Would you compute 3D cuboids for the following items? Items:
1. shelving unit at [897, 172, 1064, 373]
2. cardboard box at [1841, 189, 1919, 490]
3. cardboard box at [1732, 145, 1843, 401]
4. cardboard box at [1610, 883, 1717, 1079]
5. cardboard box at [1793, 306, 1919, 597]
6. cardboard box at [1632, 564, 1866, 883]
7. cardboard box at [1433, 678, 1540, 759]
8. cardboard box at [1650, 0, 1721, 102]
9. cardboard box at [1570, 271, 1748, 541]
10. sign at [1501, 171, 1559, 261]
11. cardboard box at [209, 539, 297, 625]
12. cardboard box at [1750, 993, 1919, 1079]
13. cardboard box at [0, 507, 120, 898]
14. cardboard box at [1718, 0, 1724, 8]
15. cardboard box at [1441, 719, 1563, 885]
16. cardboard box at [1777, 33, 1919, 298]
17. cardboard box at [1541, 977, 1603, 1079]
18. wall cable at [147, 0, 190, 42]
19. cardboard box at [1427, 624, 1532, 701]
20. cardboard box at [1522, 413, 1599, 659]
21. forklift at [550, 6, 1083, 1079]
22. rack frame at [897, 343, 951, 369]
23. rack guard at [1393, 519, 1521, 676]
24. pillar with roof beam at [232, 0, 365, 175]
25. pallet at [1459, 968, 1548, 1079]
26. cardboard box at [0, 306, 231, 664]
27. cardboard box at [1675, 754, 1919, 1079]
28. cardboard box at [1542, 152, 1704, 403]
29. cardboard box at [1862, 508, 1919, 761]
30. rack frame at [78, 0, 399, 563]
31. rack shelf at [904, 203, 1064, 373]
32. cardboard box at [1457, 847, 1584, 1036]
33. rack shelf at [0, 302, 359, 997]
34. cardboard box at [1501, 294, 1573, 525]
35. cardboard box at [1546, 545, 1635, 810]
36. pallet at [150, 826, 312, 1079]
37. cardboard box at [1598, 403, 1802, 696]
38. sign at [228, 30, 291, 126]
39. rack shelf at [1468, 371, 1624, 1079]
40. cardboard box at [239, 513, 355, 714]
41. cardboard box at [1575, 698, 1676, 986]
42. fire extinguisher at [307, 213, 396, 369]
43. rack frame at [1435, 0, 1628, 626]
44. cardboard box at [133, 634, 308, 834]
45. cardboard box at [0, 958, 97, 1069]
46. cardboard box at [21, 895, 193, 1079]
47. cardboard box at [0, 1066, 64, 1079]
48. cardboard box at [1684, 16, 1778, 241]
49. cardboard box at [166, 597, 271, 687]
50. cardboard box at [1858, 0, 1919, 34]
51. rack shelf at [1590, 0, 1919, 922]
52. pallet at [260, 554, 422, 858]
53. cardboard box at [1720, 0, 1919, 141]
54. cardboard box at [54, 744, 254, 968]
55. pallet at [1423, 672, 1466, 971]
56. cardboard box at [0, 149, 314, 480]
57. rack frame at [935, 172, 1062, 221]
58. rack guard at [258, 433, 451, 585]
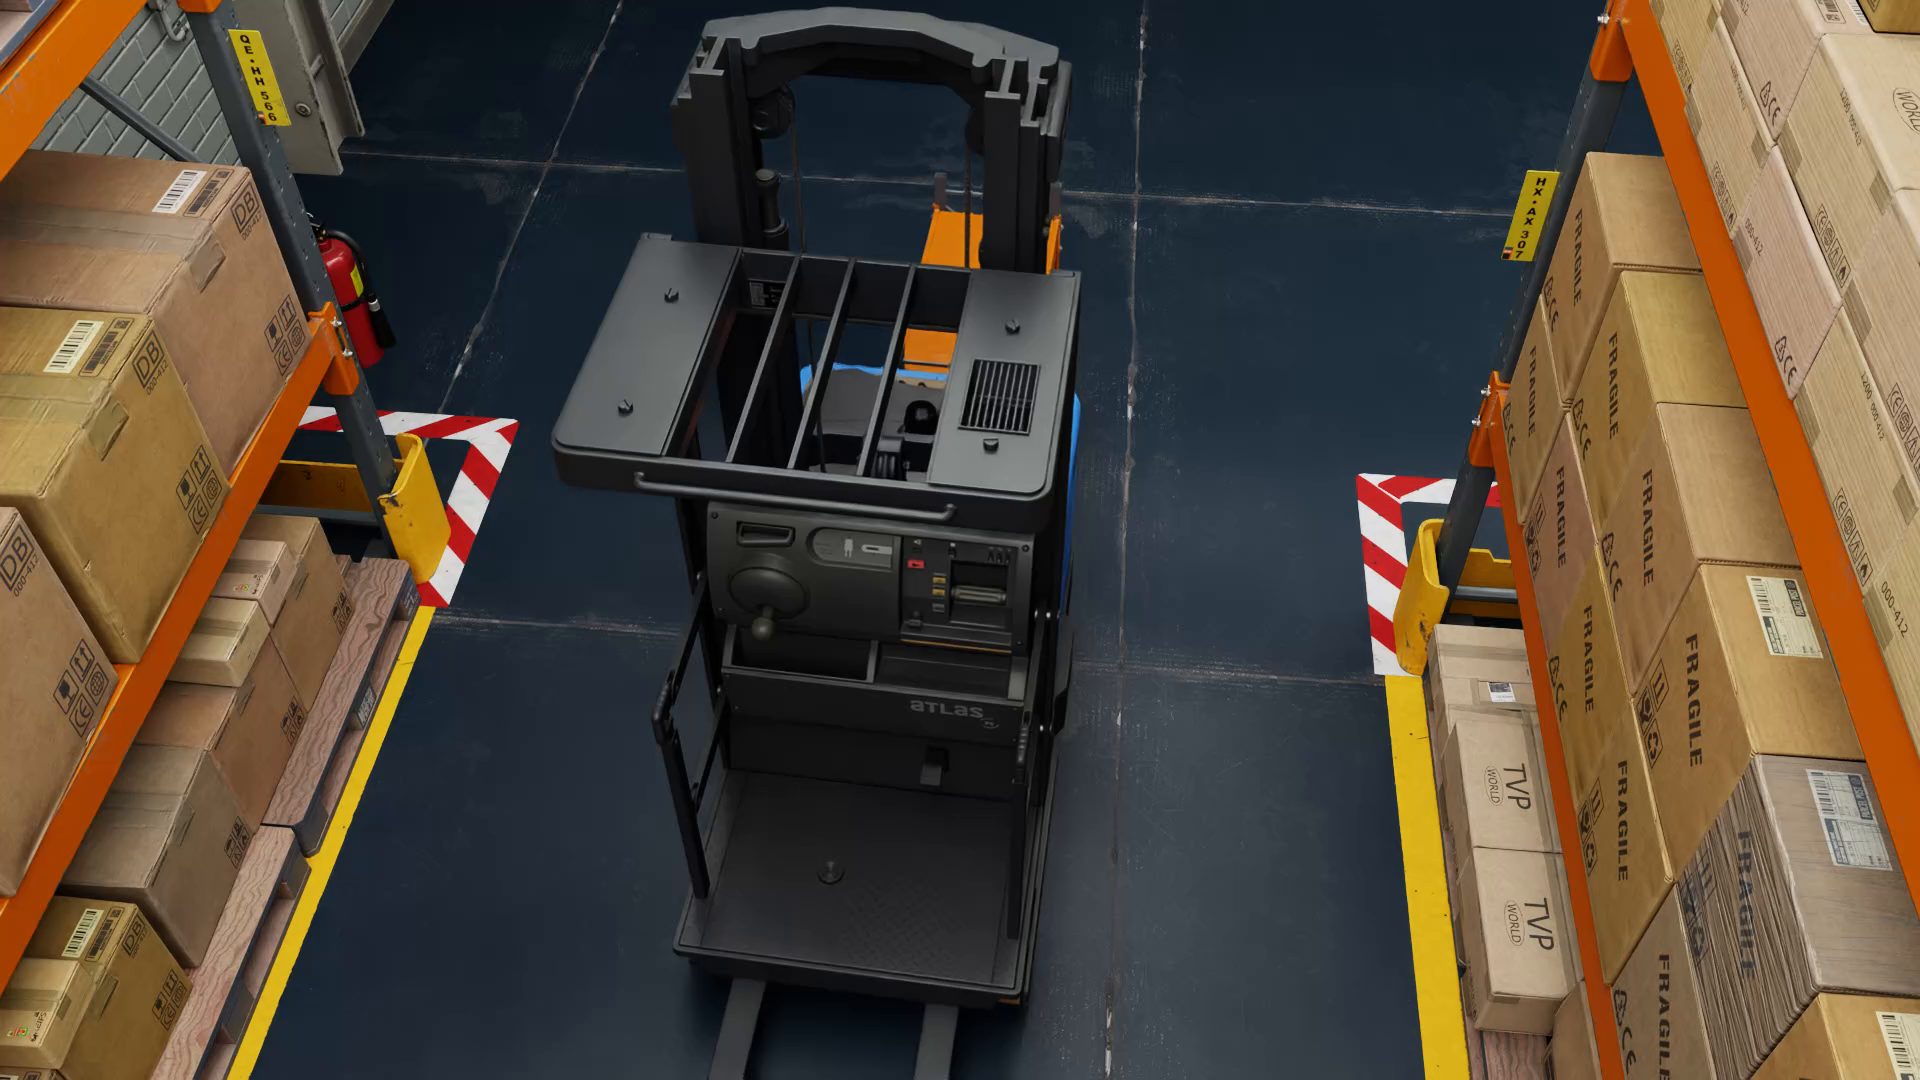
[{"bbox_3d":[0.078,-0.663,6.594,0.538,1.125,1.048,6,48,6],"label":"shelving unit"},{"bbox_3d":[1.817,-0.316,2.736,0.500,0.250,0.500,4,48,4],"label":"cardboard box"},{"bbox_3d":[1.862,-0.515,3.257,0.500,0.250,0.500,4,48,4],"label":"cardboard box"},{"bbox_3d":[1.780,1.117,3.628,0.500,0.500,0.500,5,48,4],"label":"cardboard box"},{"bbox_3d":[1.823,-0.147,2.920,0.500,0.250,0.500,4,48,4],"label":"cardboard box"},{"bbox_3d":[1.826,0.415,3.592,0.500,0.500,0.500,3,48,3],"label":"cardboard box"},{"bbox_3d":[1.862,0.629,5.764,0.380,0.166,0.250,4,48,4],"label":"cardboard box"},{"bbox_3d":[1.965,-1.249,3.928,0.500,0.250,0.500,4,48,4],"label":"cardboard box"},{"bbox_3d":[1.922,-0.326,4.270,0.500,0.500,0.500,4,48,4],"label":"cardboard box"},{"bbox_3d":[1.724,-0.976,5.023,0.100,0.325,0.005,4,48,4],"label":"sign"},{"bbox_3d":[-2.463,0.133,5.565,0.380,0.149,0.250,3,48,3],"label":"cardboard box"},{"bbox_3d":[1.732,1.155,2.915,0.500,0.500,0.500,3,48,3],"label":"cardboard box"},{"bbox_3d":[-2.839,0.391,4.156,0.980,0.700,0.700,2,48,2],"label":"cardboard box"},{"bbox_3d":[1.959,-1.418,3.744,0.500,0.250,0.500,4,48,4],"label":"cardboard box"},{"bbox_3d":[1.887,0.880,5.478,0.500,0.250,0.500,4,48,4],"label":"cardboard box"},{"bbox_3d":[1.867,-0.683,3.072,0.500,0.250,0.500,4,48,4],"label":"cardboard box"},{"bbox_3d":[2.066,1.605,4.643,0.797,0.503,0.637,4,48,4],"label":"cardboard box"},{"bbox_3d":[-3.494,-2.325,6.155,0.084,1.984,1.851,4,48,4],"label":"wall cable"},{"bbox_3d":[1.884,0.451,5.939,0.380,0.149,0.250,4,48,4],"label":"cardboard box"},{"bbox_3d":[1.920,0.007,4.643,0.500,0.500,0.500,3,48,3],"label":"cardboard box"},{"bbox_3d":[-0.286,0.220,4.562,1.130,2.935,3.031,6,48,6],"label":"forklift"},{"bbox_3d":[0.005,-0.291,6.254,0.500,1.125,0.032,6,48,6],"label":"rack frame"},{"bbox_3d":[2.258,0.252,6.181,1.175,0.500,0.348,4,48,4],"label":"rack guard"},{"bbox_3d":[1.003,-4.755,5.001,9.100,9.000,0.400,4,48,4],"label":"pillar with roof beam"},{"bbox_3d":[2.072,1.830,4.934,1.003,0.211,1.213,4,48,4],"label":"pallet"},{"bbox_3d":[-2.760,-0.168,4.668,0.980,0.700,0.700,4,48,3],"label":"cardboard box"},{"bbox_3d":[1.779,0.785,3.254,0.500,0.500,0.500,4,48,4],"label":"cardboard box"},{"bbox_3d":[1.962,-0.710,4.621,0.500,0.500,0.500,5,48,5],"label":"cardboard box"},{"bbox_3d":[1.773,0.220,2.585,0.500,0.250,0.500,4,48,4],"label":"cardboard box"},{"bbox_3d":[-2.669,-0.978,5.612,1.000,3.000,0.127,4,48,4],"label":"rack frame"},{"bbox_3d":[0.078,-0.860,6.378,0.538,0.278,1.000,6,48,6],"label":"rack shelf"},{"bbox_3d":[1.842,1.247,5.142,0.500,0.250,0.500,4,48,4],"label":"cardboard box"},{"bbox_3d":[-2.851,0.735,4.533,1.077,0.370,4.000,4,48,4],"label":"rack shelf"},{"bbox_3d":[1.962,-0.373,4.990,0.500,0.500,0.500,5,48,4],"label":"cardboard box"},{"bbox_3d":[1.871,0.375,4.306,0.500,0.500,0.500,4,48,3],"label":"cardboard box"},{"bbox_3d":[-2.777,1.450,5.281,1.003,0.211,1.213,4,48,4],"label":"pallet"},{"bbox_3d":[1.871,0.042,3.934,0.500,0.500,0.500,4,48,4],"label":"cardboard box"},{"bbox_3d":[-2.130,-1.402,5.054,0.100,0.325,0.005,4,48,4],"label":"sign"},{"bbox_3d":[2.082,1.065,4.231,1.077,0.370,4.000,4,48,4],"label":"rack shelf"},{"bbox_3d":[-2.633,0.245,5.902,0.700,0.500,0.500,4,48,4],"label":"cardboard box"},{"bbox_3d":[1.824,0.742,3.970,0.500,0.500,0.500,4,48,4],"label":"cardboard box"},{"bbox_3d":[-2.195,-0.906,5.851,0.296,0.674,0.183,4,48,4],"label":"fire extinguisher"},{"bbox_3d":[2.265,-0.647,5.309,1.000,3.000,0.127,4,48,4],"label":"rack frame"},{"bbox_3d":[-2.678,0.613,5.566,0.700,0.500,0.500,4,48,3],"label":"cardboard box"},{"bbox_3d":[-2.603,1.279,4.517,0.380,0.149,0.250,3,48,2],"label":"cardboard box"},{"bbox_3d":[-2.765,1.375,4.869,0.700,0.500,0.500,5,48,4],"label":"cardboard box"},{"bbox_3d":[-2.814,1.752,4.524,0.700,0.500,0.500,3,48,3],"label":"cardboard box"},{"bbox_3d":[1.906,-0.882,3.593,0.500,0.250,0.500,4,48,4],"label":"cardboard box"},{"bbox_3d":[-2.486,0.321,5.394,0.380,0.149,0.250,5,48,5],"label":"cardboard box"},{"bbox_3d":[2.104,-1.291,3.120,0.700,0.500,0.500,4,48,4],"label":"cardboard box"},{"bbox_3d":[2.082,0.053,3.124,1.077,0.370,4.000,4,48,4],"label":"rack shelf"},{"bbox_3d":[-2.664,0.556,6.098,1.003,0.211,1.213,4,48,4],"label":"pallet"},{"bbox_3d":[1.906,-1.051,3.408,0.500,0.250,0.500,4,48,4],"label":"cardboard box"},{"bbox_3d":[-2.724,0.983,5.228,0.700,0.500,0.500,2,48,2],"label":"cardboard box"},{"bbox_3d":[2.186,0.936,5.751,1.003,0.211,1.213,4,48,4],"label":"pallet"},{"bbox_3d":[-2.705,-0.704,5.157,0.980,0.700,0.700,6,48,5],"label":"cardboard box"},{"bbox_3d":[0.150,-1.034,6.933,0.500,1.125,0.032,6,48,6],"label":"rack frame"},{"bbox_3d":[-2.666,-0.152,6.550,1.175,0.500,0.348,4,48,4],"label":"rack guard"}]
